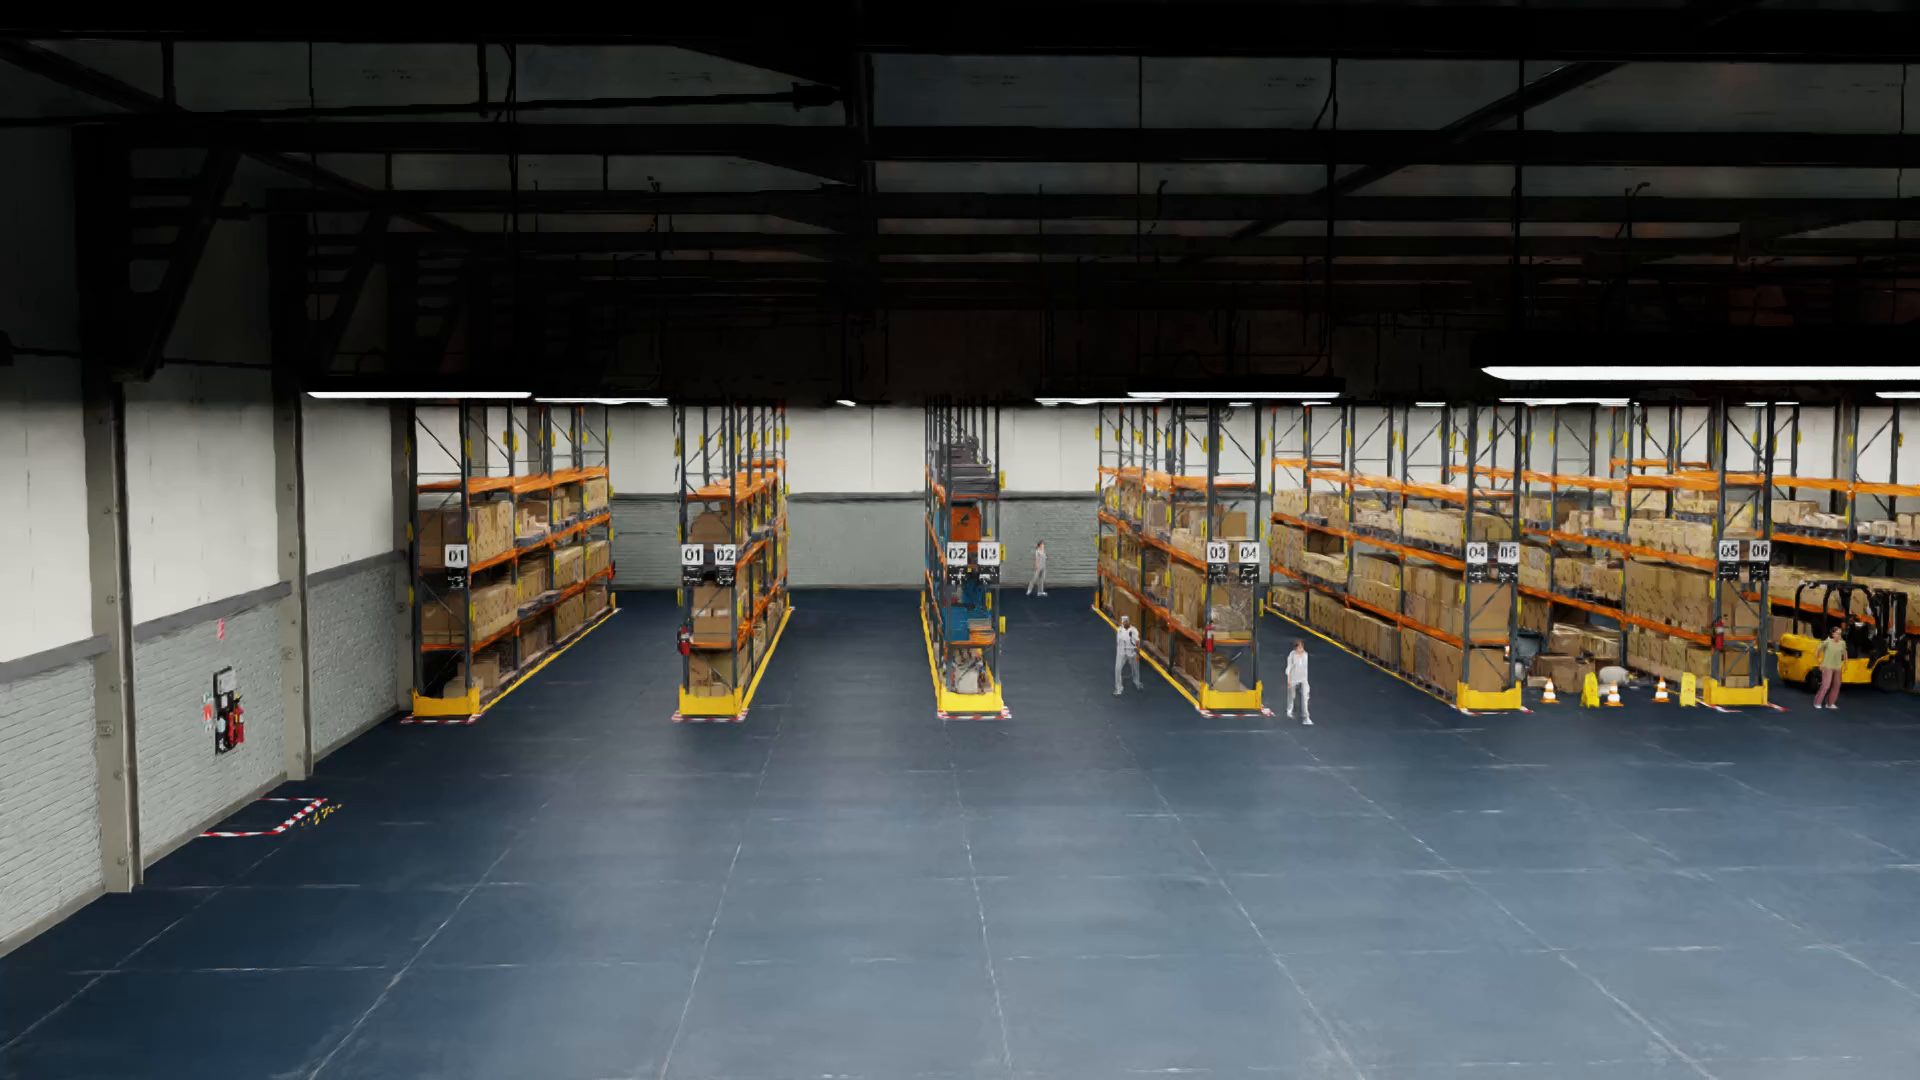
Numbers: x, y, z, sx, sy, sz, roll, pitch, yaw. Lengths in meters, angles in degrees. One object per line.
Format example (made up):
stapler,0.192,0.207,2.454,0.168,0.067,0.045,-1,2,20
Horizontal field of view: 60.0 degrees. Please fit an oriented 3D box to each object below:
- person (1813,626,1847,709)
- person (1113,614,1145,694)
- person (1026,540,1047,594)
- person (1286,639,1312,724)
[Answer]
person,16.565,2.423,31.630,0.598,1.619,0.507,0,5,-4
person,3.402,2.278,33.467,0.534,1.598,0.933,1,5,18
person,2.344,0.847,51.278,0.466,1.667,0.649,4,6,44
person,6.162,2.570,30.376,0.417,1.480,1.037,0,5,0
